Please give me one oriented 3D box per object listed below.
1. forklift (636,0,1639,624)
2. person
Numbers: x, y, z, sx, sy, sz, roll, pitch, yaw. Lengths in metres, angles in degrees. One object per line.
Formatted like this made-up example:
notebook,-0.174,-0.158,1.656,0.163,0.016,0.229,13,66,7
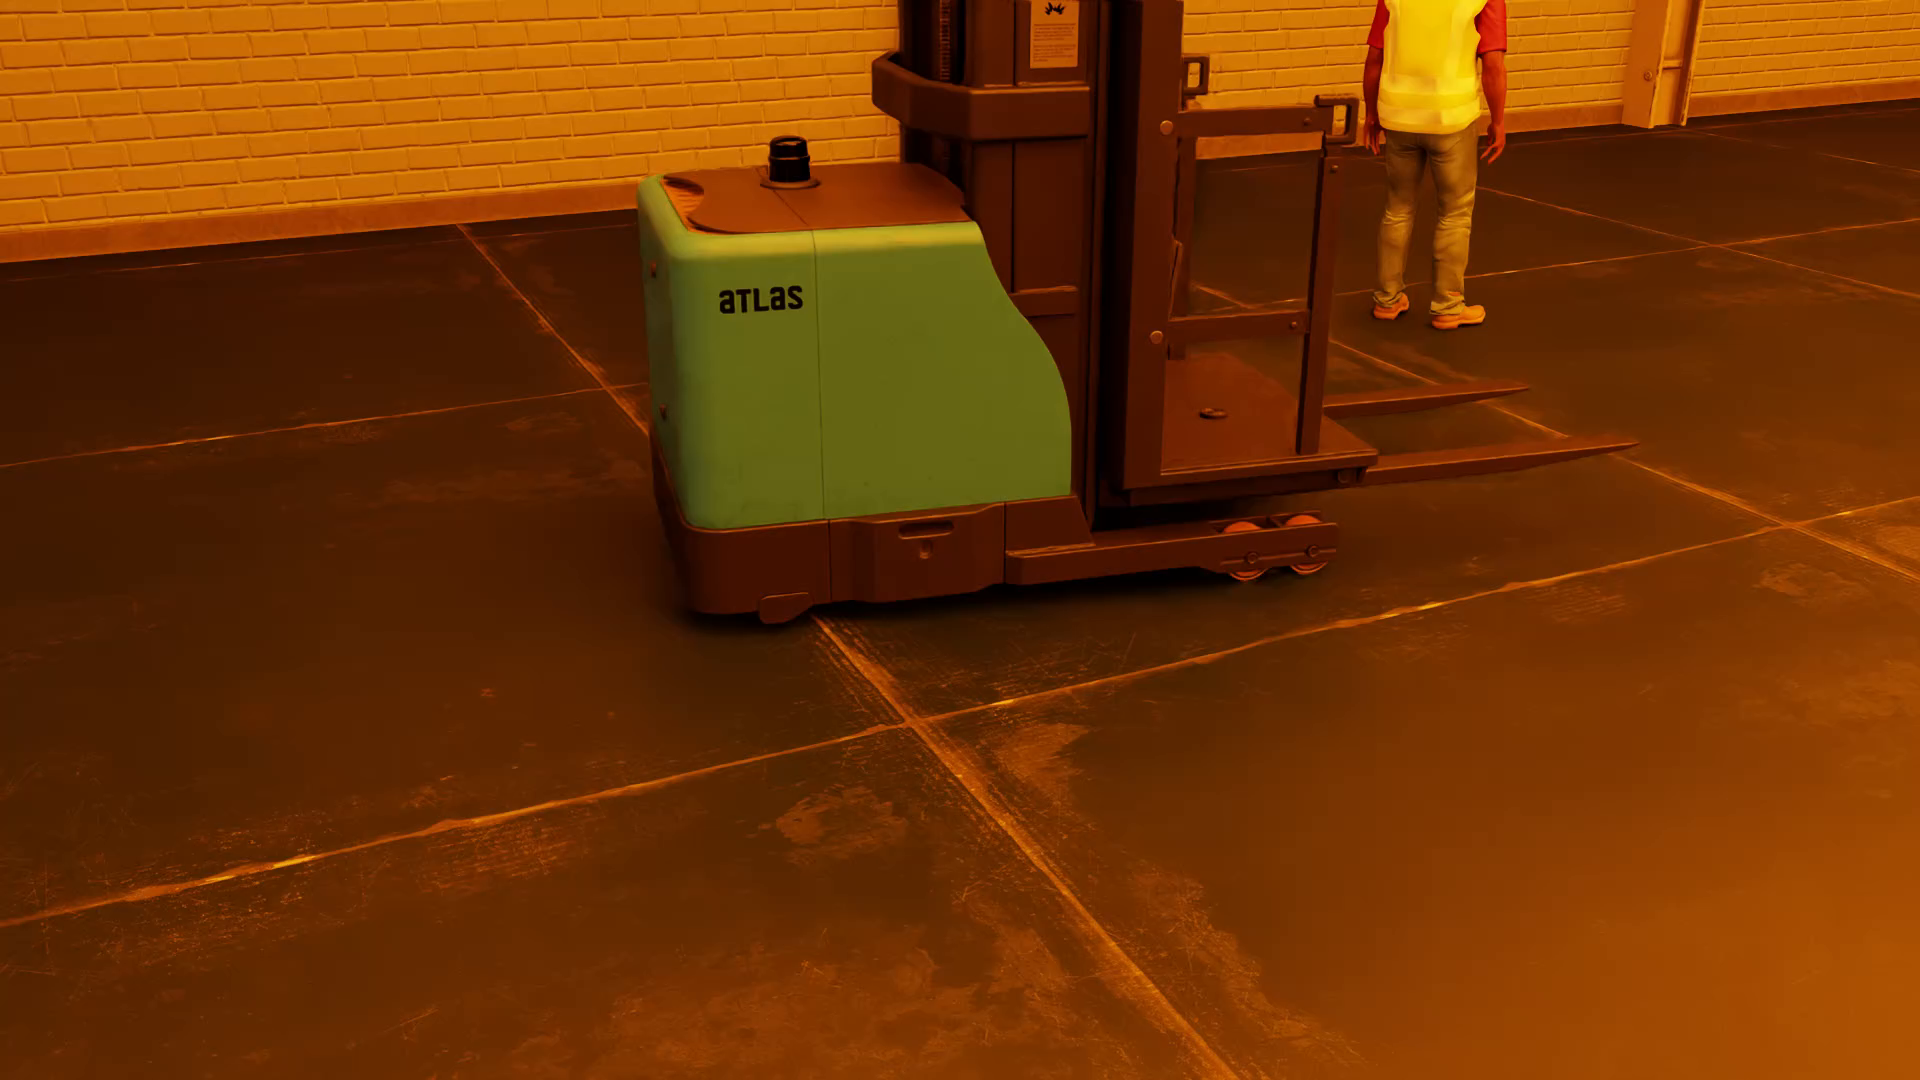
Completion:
forklift,0.607,-1.425,4.717,3.031,2.935,1.130,-6,23,-14
person,2.048,-1.818,7.195,0.631,1.759,0.461,16,27,33
